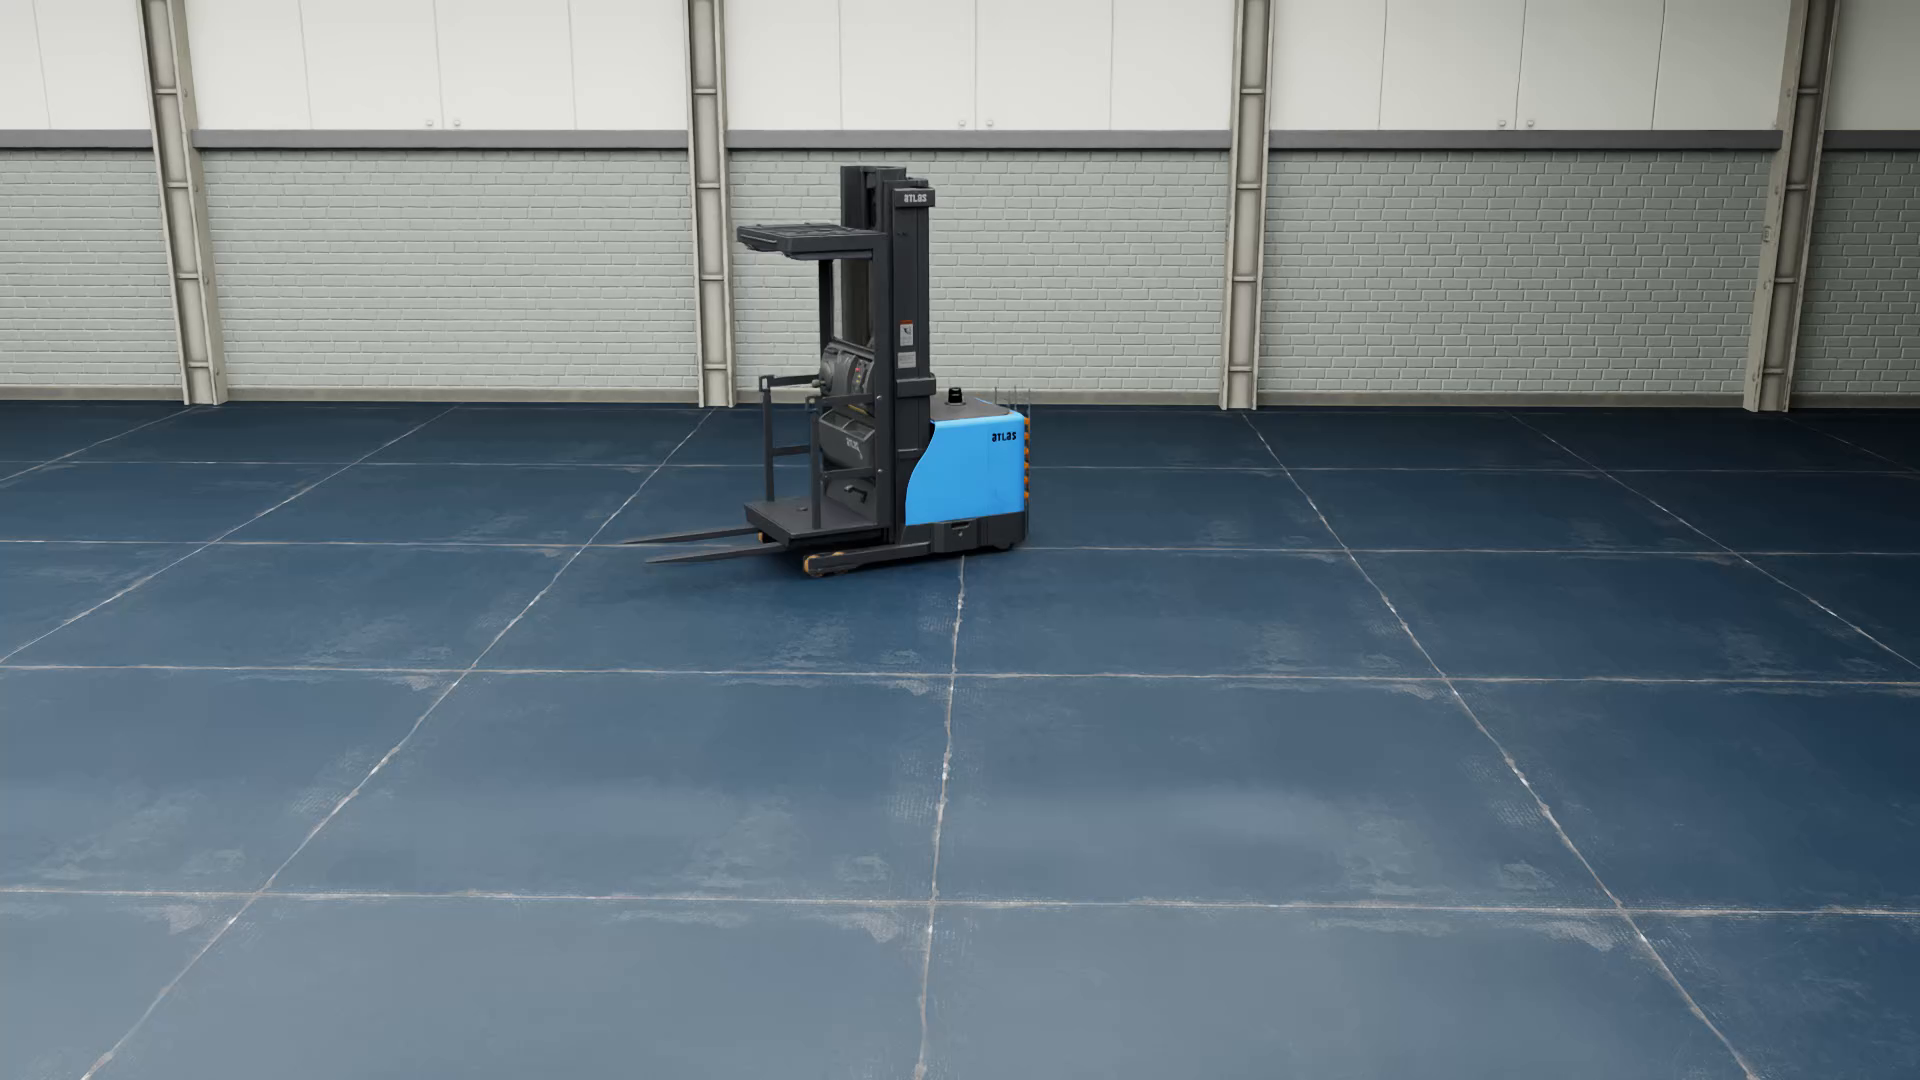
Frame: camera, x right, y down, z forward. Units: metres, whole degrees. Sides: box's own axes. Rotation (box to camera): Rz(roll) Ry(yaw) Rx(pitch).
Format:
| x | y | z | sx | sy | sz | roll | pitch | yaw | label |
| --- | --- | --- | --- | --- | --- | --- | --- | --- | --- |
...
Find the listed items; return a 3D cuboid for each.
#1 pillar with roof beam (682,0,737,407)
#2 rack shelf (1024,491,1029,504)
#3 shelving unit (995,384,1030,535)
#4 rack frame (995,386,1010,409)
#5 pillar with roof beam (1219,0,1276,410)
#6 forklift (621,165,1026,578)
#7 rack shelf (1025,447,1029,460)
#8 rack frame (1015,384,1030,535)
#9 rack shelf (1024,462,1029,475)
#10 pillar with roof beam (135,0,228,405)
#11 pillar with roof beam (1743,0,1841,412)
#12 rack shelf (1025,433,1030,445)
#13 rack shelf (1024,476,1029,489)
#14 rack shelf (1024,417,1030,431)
| x | y | z | sx | sy | sz | roll | pitch | yaw | label |
| --- | --- | --- | --- | --- | --- | --- | --- | --- | --- |
| -2.914 | -4.823 | 13.979 | 0.400 | 9.000 | 9.100 | 0 | 15 | 1 | pillar with roof beam |
| 0.418 | -0.359 | 13.463 | 0.180 | 0.103 | 0.258 | -7 | 16 | -26 | rack shelf |
| 0.418 | -0.634 | 13.390 | 0.189 | 1.200 | 0.258 | -7 | 16 | -26 | shelving unit |
| 0.336 | -0.623 | 13.351 | 0.006 | 1.200 | 0.240 | -7 | 16 | -26 | rack frame |
| 3.084 | -4.783 | 13.831 | 0.400 | 9.000 | 9.100 | 0 | 15 | 1 | pillar with roof beam |
| -1.038 | -1.292 | 12.493 | 3.031 | 2.935 | 1.130 | -7 | 16 | -26 | forklift |
| 0.418 | -0.707 | 13.371 | 0.180 | 0.103 | 0.258 | -7 | 16 | -26 | rack shelf |
| 0.500 | -0.644 | 13.429 | 0.006 | 1.200 | 0.240 | -7 | 16 | -26 | rack frame |
| 0.418 | -0.591 | 13.401 | 0.180 | 0.103 | 0.258 | -7 | 16 | -26 | rack shelf |
| -8.912 | -4.862 | 14.127 | 0.400 | 9.000 | 9.100 | 0 | 15 | 1 | pillar with roof beam |
| 9.082 | -4.744 | 13.683 | 0.400 | 9.000 | 9.100 | 0 | 15 | 1 | pillar with roof beam |
| 0.418 | -0.823 | 13.340 | 0.180 | 0.103 | 0.258 | -7 | 16 | -26 | rack shelf |
| 0.418 | -0.475 | 13.432 | 0.180 | 0.103 | 0.258 | -7 | 16 | -26 | rack shelf |
| 0.418 | -0.939 | 13.310 | 0.180 | 0.103 | 0.258 | -7 | 16 | -26 | rack shelf |
